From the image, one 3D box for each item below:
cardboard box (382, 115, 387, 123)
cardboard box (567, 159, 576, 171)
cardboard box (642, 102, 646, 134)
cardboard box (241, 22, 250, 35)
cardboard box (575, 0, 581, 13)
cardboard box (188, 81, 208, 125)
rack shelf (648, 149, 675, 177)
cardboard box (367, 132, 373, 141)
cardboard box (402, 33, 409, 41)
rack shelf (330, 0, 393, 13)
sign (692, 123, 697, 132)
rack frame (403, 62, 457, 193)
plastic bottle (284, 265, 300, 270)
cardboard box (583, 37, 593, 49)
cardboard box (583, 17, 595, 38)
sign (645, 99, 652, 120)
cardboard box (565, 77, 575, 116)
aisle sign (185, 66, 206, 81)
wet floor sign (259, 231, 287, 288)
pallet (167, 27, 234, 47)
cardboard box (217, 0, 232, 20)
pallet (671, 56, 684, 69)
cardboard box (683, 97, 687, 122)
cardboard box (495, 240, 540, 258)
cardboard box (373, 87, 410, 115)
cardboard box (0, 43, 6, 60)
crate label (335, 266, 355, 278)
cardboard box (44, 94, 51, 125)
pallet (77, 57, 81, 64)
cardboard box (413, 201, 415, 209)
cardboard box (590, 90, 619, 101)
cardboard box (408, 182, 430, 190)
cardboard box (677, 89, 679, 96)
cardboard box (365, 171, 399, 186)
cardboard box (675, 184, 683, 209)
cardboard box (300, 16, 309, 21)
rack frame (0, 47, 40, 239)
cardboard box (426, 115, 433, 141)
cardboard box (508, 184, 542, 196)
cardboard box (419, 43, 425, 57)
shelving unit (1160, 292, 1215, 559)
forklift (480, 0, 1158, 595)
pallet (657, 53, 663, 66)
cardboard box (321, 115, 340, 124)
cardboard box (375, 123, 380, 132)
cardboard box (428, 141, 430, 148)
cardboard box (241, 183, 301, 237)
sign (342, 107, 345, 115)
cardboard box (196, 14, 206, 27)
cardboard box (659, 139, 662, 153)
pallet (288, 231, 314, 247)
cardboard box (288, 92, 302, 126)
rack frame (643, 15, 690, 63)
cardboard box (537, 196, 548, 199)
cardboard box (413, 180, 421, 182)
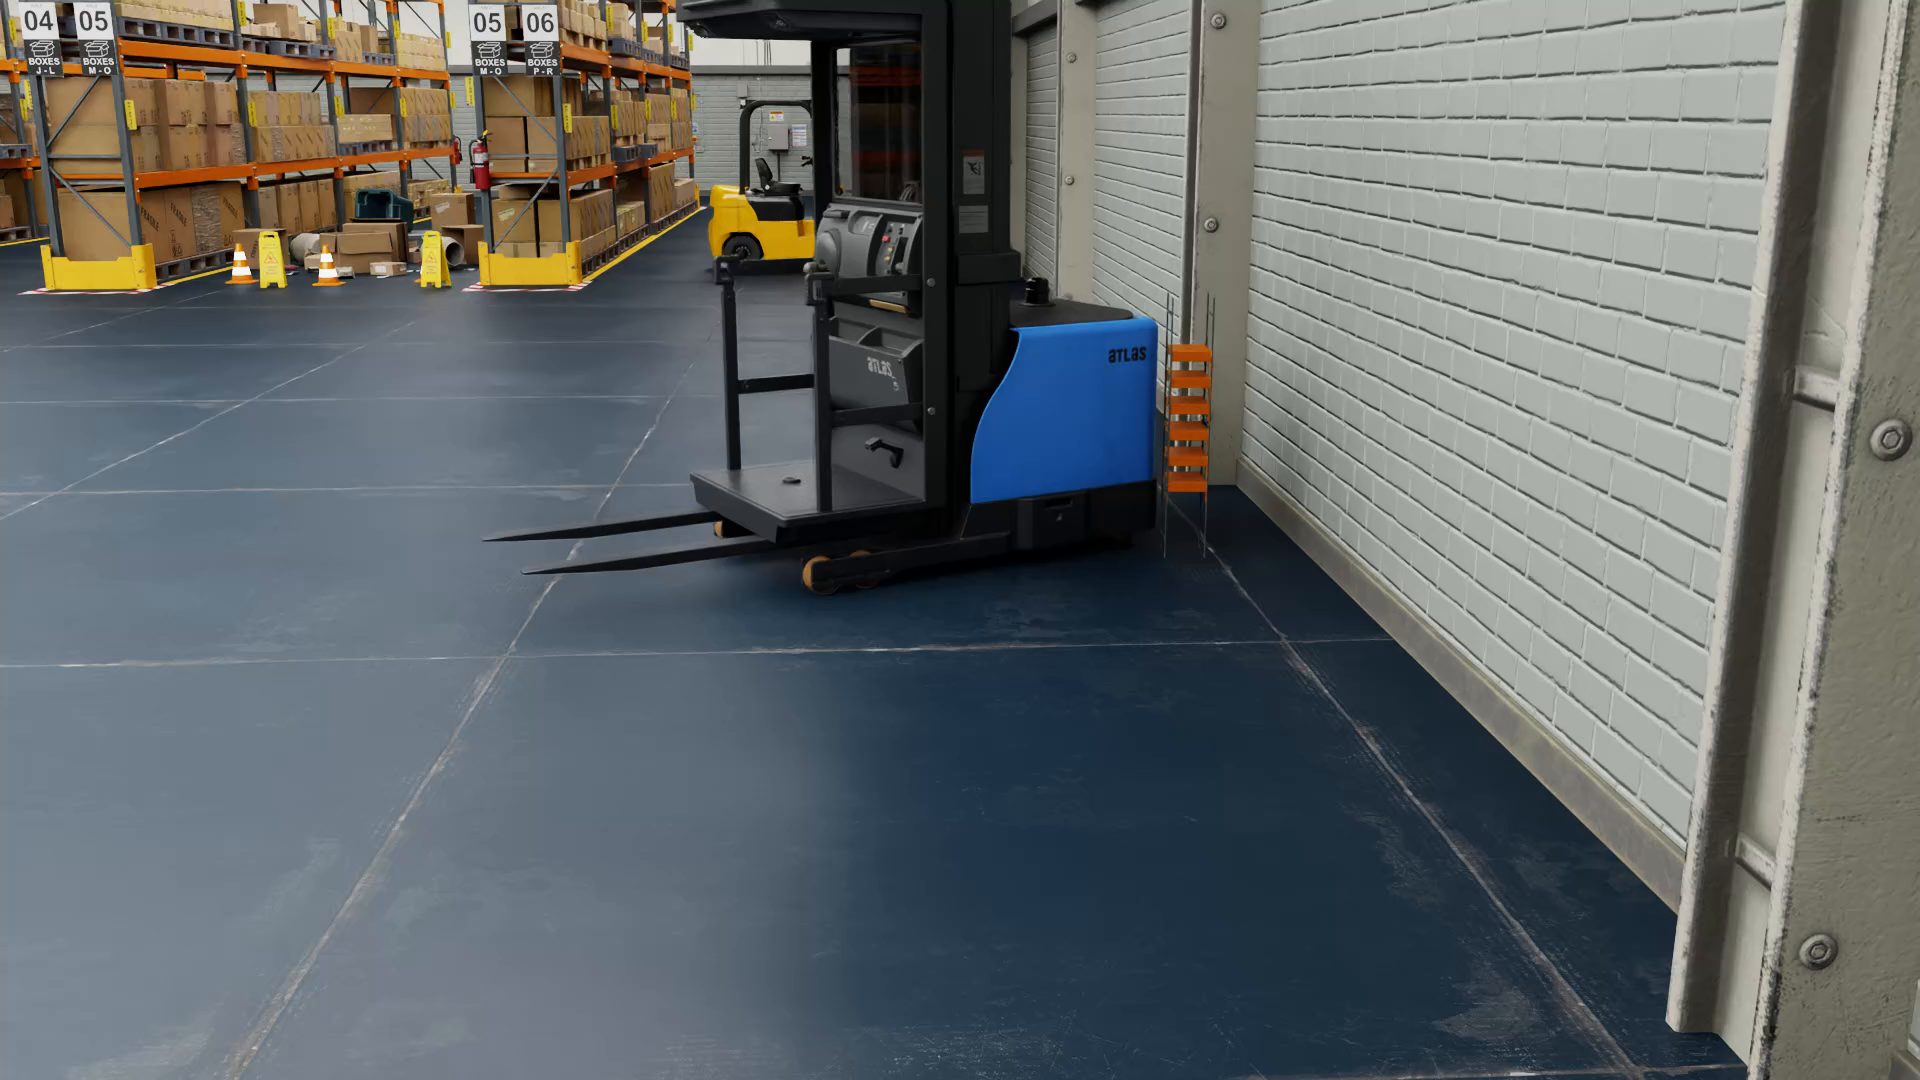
[{"bbox_3d":[-10.596,-7.616,30.074,0.380,0.149,0.250,-1,14,-5],"label":"cardboard box"},{"bbox_3d":[-4.936,-4.623,20.477,0.380,0.149,0.250,-1,14,-5],"label":"cardboard box"},{"bbox_3d":[-5.346,-6.804,26.809,0.500,0.500,0.500,-1,14,-5],"label":"cardboard box"},{"bbox_3d":[-10.126,-7.214,23.249,0.258,0.266,0.396,-1,14,-4],"label":"cardboard box"},{"bbox_3d":[-4.946,-6.651,20.741,0.380,0.149,0.250,0,14,-2],"label":"cardboard box"},{"bbox_3d":[-10.303,-5.652,21.506,0.875,0.550,0.550,-1,14,-3],"label":"cardboard box"},{"bbox_3d":[-5.775,-6.666,29.357,1.077,0.370,4.000,-1,14,-3],"label":"rack shelf"},{"bbox_3d":[-10.527,-7.072,29.153,0.380,0.149,0.250,0,14,-1],"label":"cardboard box"},{"bbox_3d":[-10.636,-9.496,31.392,0.380,0.149,0.250,-1,14,-5],"label":"cardboard box"},{"bbox_3d":[-10.710,-9.276,28.264,1.077,0.370,4.000,-1,14,-3],"label":"rack shelf"},{"bbox_3d":[-6.572,-10.053,40.538,0.327,0.218,0.001,-1,14,-3],"label":"sign"},{"bbox_3d":[-11.081,-8.405,34.672,1.000,3.000,0.127,-1,14,-3],"label":"rack frame"},{"bbox_3d":[-8.806,-3.571,21.784,0.283,0.061,0.133,-6,16,-23],"label":"plastic bottle"},{"bbox_3d":[-5.030,-6.523,21.843,0.380,0.149,0.250,0,14,-2],"label":"cardboard box"},{"bbox_3d":[-5.058,-6.688,21.683,0.500,0.250,0.500,-1,14,-4],"label":"cardboard box"},{"bbox_3d":[-5.110,-7.050,27.241,0.100,0.325,0.005,-1,14,-3],"label":"sign"},{"bbox_3d":[-5.583,-5.958,22.360,0.700,0.500,0.500,-1,14,-3],"label":"cardboard box"},{"bbox_3d":[-15.743,-9.635,34.236,0.394,0.787,0.004,-1,14,-3],"label":"aisle sign"},{"bbox_3d":[-8.112,-3.309,19.590,0.267,0.644,0.232,-3,15,-13],"label":"wet floor sign"},{"bbox_3d":[-10.298,-6.626,21.918,1.003,0.211,1.213,-1,14,-3],"label":"pallet"},{"bbox_3d":[-10.051,-7.078,22.155,0.500,0.250,0.500,-1,14,-4],"label":"cardboard box"},{"bbox_3d":[-6.012,-9.427,32.805,1.003,0.211,1.213,-1,14,-3],"label":"pallet"},{"bbox_3d":[-5.791,-8.670,33.496,0.500,0.500,0.500,-1,14,-4],"label":"cardboard box"},{"bbox_3d":[-5.476,-3.602,20.680,0.500,0.250,0.500,-1,14,-4],"label":"cardboard box"},{"bbox_3d":[-10.618,-8.202,31.082,0.500,0.500,0.500,-1,14,-2],"label":"cardboard box"},{"bbox_3d":[-15.268,-7.629,25.939,0.500,0.250,0.500,-1,14,-3],"label":"cardboard box"},{"bbox_3d":[-7.667,-3.320,20.657,0.250,0.136,0.298,-9,17,-32],"label":"crate label"},{"bbox_3d":[-15.609,-7.242,27.939,0.797,0.503,0.637,-1,14,-2],"label":"cardboard box"},{"bbox_3d":[-15.684,-8.491,29.372,0.805,0.209,1.217,-1,15,-6],"label":"pallet"},{"bbox_3d":[-10.536,-6.328,31.480,0.380,0.149,0.250,-2,15,-6],"label":"cardboard box"},{"bbox_3d":[-5.080,-6.354,23.761,0.380,0.149,0.250,-1,14,-4],"label":"cardboard box"},{"bbox_3d":[-10.719,-6.999,32.892,0.380,0.149,0.250,-1,14,-3],"label":"cardboard box"},{"bbox_3d":[-5.735,-8.820,32.776,0.380,0.149,0.250,-1,14,-3],"label":"cardboard box"},{"bbox_3d":[-10.535,-6.584,30.266,0.500,0.250,0.500,-1,14,-5],"label":"cardboard box"},{"bbox_3d":[-5.831,-6.632,32.080,0.875,0.438,0.875,-1,14,-4],"label":"cardboard box"},{"bbox_3d":[-10.917,-8.511,27.328,0.396,0.266,0.258,-1,14,-3],"label":"cardboard box"},{"bbox_3d":[-15.542,-6.364,26.739,1.000,3.000,0.127,-1,14,-3],"label":"rack frame"},{"bbox_3d":[-10.708,-8.111,32.733,0.500,0.500,0.500,0,14,-1],"label":"cardboard box"},{"bbox_3d":[-5.583,-4.490,21.325,0.380,0.149,0.250,0,14,-1],"label":"cardboard box"},{"bbox_3d":[-10.717,-9.536,32.346,0.500,0.250,0.500,-2,15,-6],"label":"cardboard box"},{"bbox_3d":[1.043,-0.525,7.661,0.189,1.200,0.258,0,14,1],"label":"shelving unit"},{"bbox_3d":[-0.595,-1.333,7.323,3.031,2.935,1.130,-8,17,-29],"label":"forklift"},{"bbox_3d":[-5.793,-8.644,29.967,0.805,0.209,1.217,-1,15,-6],"label":"pallet"},{"bbox_3d":[-10.421,-6.904,27.306,0.380,0.149,0.250,-1,14,-3],"label":"cardboard box"},{"bbox_3d":[-10.560,-7.344,29.616,0.380,0.149,0.250,-1,14,-5],"label":"cardboard box"},{"bbox_3d":[-10.787,-7.884,33.155,0.380,0.149,0.250,-1,15,-6],"label":"cardboard box"},{"bbox_3d":[-10.522,-4.927,24.828,1.050,0.750,0.750,-1,14,-3],"label":"cardboard box"},{"bbox_3d":[-11.375,-7.819,30.658,0.100,0.325,0.005,-1,14,-3],"label":"sign"},{"bbox_3d":[-9.933,-6.665,21.351,0.380,0.149,0.250,-1,14,-3],"label":"cardboard box"},{"bbox_3d":[-5.541,-6.950,29.320,0.500,0.250,0.500,-1,14,-3],"label":"cardboard box"},{"bbox_3d":[-10.540,-4.565,25.343,1.003,0.211,1.213,-1,14,-3],"label":"pallet"},{"bbox_3d":[-10.501,-6.583,25.383,0.700,0.500,0.500,-1,14,-4],"label":"cardboard box"},{"bbox_3d":[-6.147,-11.411,34.319,1.000,3.000,0.127,-1,14,-3],"label":"rack frame"},{"bbox_3d":[-5.501,-4.087,21.061,0.500,0.500,0.500,0,14,-1],"label":"cardboard box"},{"bbox_3d":[-11.251,-7.313,34.114,0.380,0.149,0.250,-1,14,-2],"label":"cardboard box"}]
